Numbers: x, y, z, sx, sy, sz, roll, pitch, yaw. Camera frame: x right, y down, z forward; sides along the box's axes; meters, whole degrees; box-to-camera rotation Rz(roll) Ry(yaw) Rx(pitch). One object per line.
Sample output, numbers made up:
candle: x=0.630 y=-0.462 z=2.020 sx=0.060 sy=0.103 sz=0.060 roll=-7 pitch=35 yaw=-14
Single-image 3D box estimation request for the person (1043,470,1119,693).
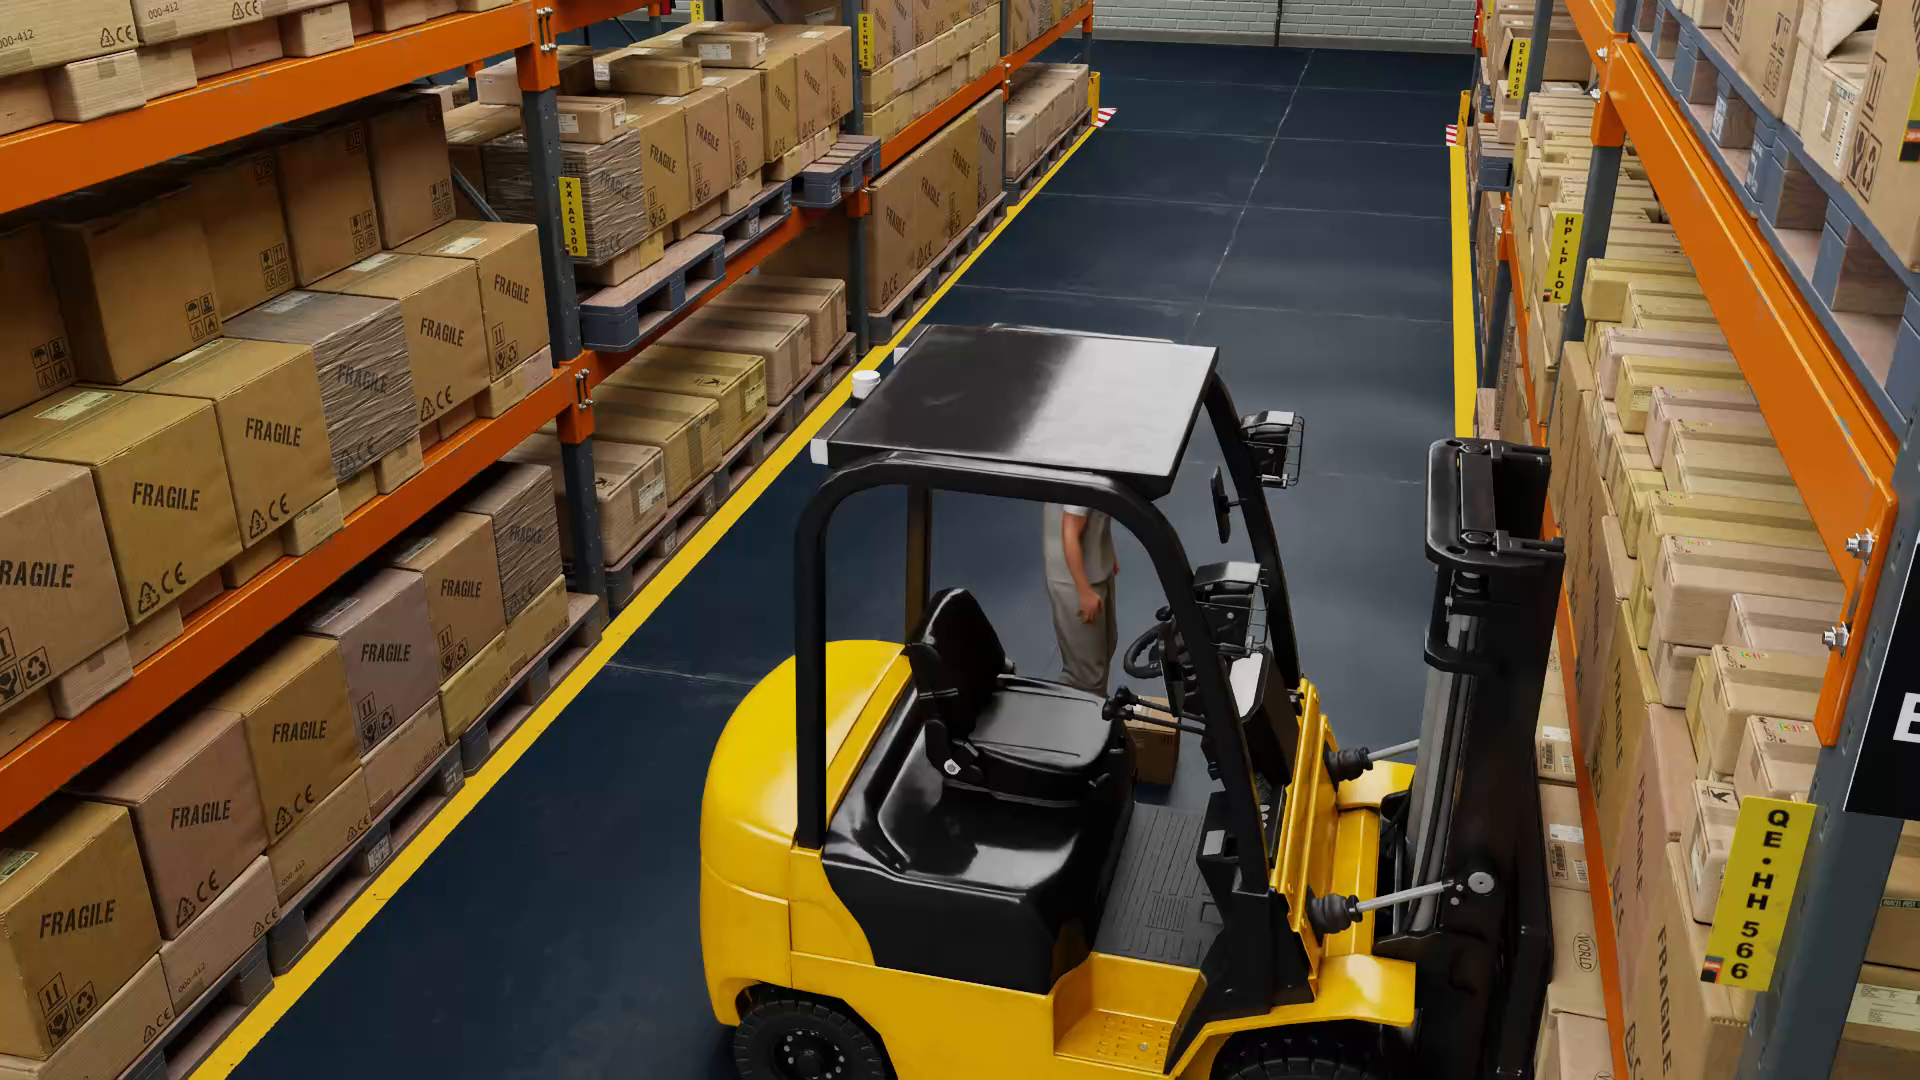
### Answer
person: x=0.497 y=0.127 z=6.343 sx=0.357 sy=1.673 sz=0.486 roll=7 pitch=26 yaw=13
